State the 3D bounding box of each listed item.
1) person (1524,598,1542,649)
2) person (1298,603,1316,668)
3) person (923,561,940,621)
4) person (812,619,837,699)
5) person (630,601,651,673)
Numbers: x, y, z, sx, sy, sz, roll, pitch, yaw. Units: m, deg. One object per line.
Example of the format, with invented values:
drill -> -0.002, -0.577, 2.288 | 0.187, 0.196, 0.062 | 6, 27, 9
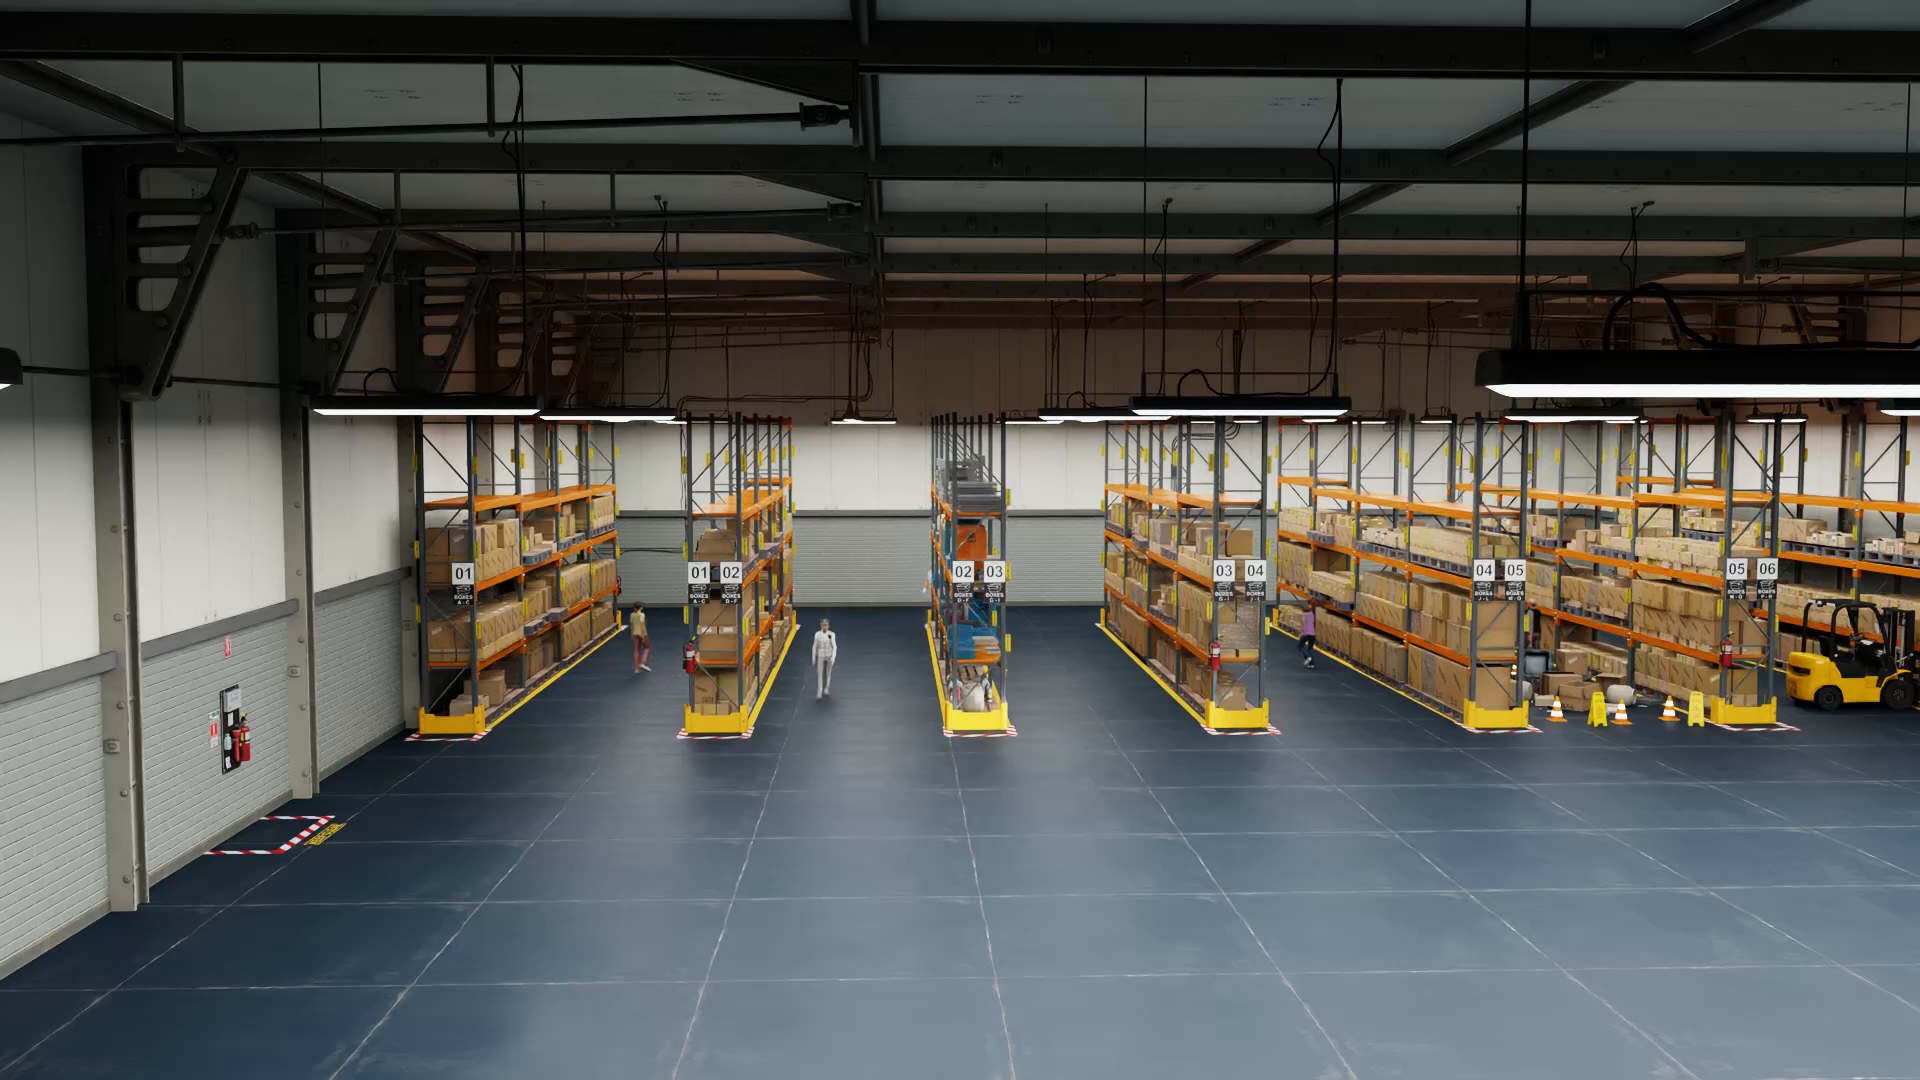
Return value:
person -> 13.371, 2.247, 38.743 | 0.526, 1.757, 0.557 | -1, 4, -19
person -> 8.268, 2.270, 39.698 | 0.488, 1.508, 0.706 | -1, 4, -13
person -> -0.769, 1.484, 49.169 | 0.546, 1.731, 1.051 | 2, 5, 33
person -> -2.864, 2.486, 35.211 | 0.513, 1.637, 0.878 | -1, 4, -12
person -> -7.470, 2.248, 38.698 | 0.480, 1.656, 0.515 | 1, 4, 10
